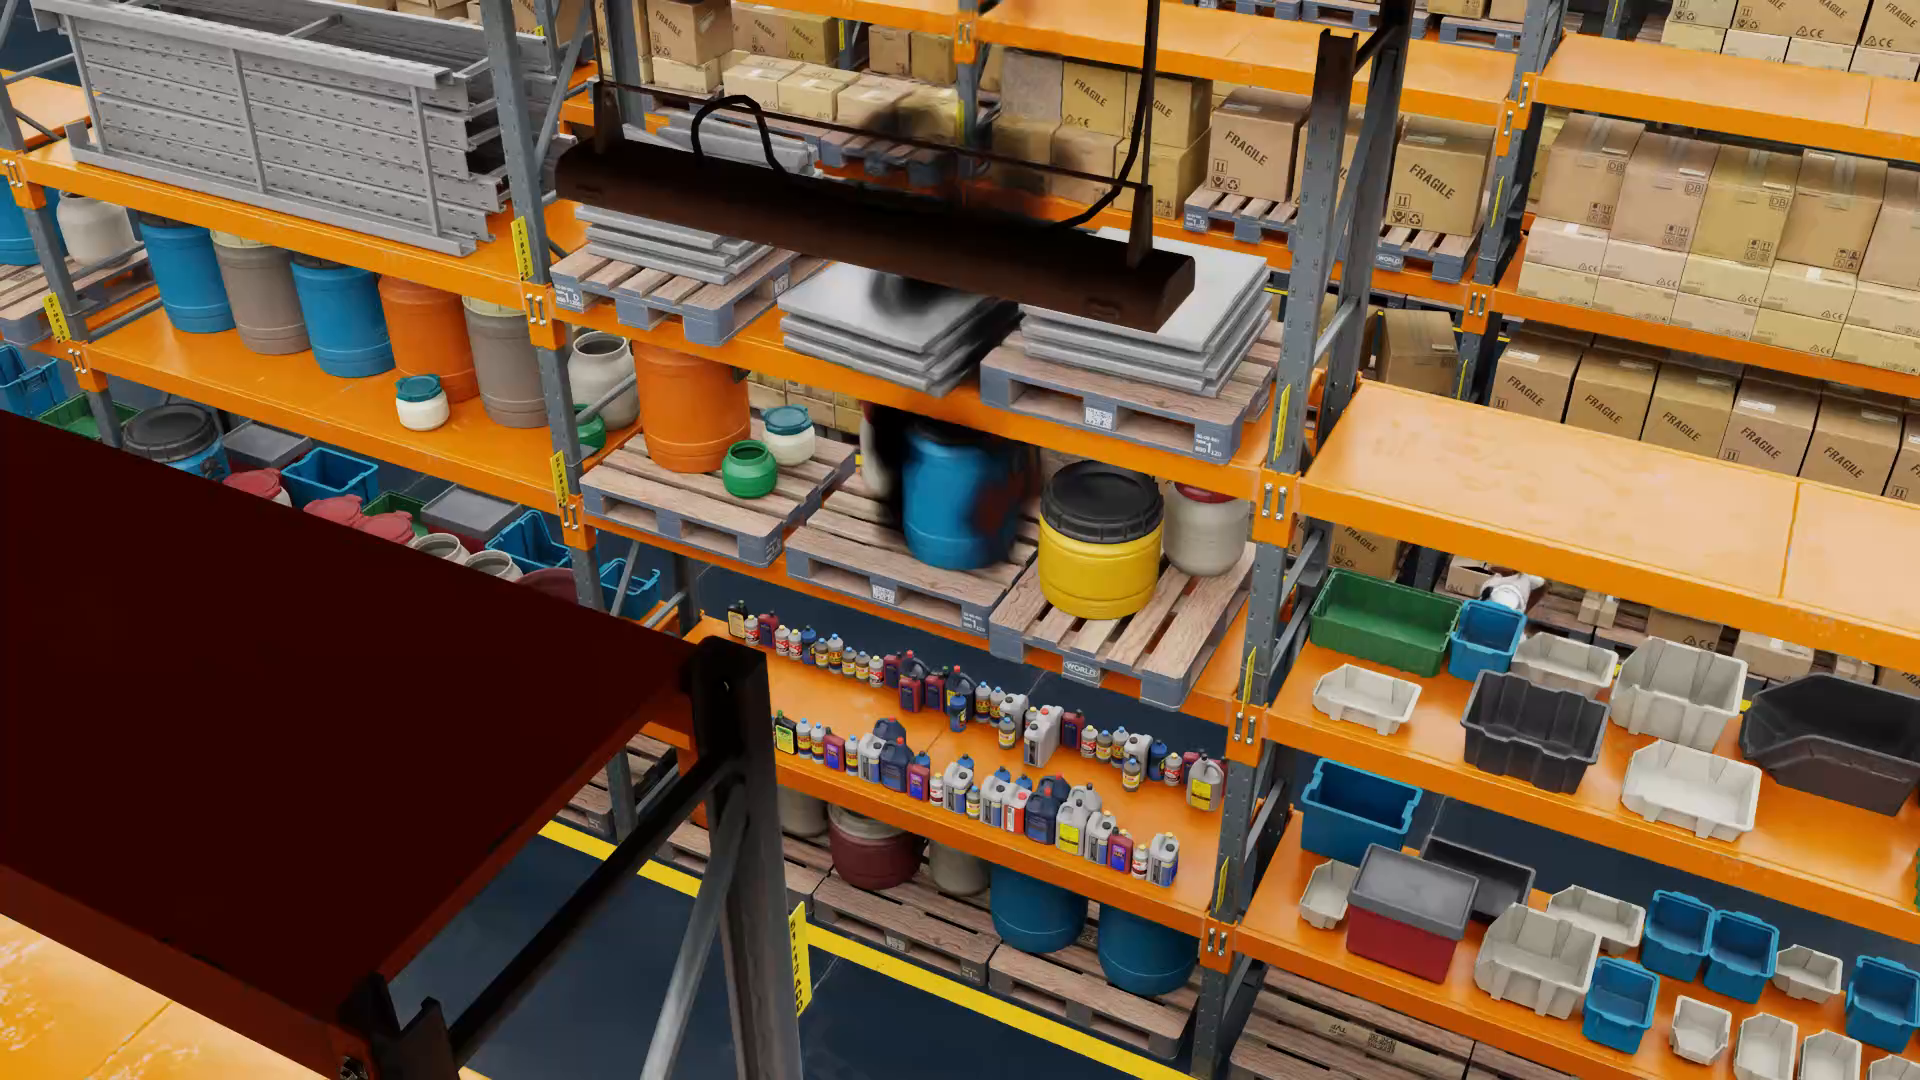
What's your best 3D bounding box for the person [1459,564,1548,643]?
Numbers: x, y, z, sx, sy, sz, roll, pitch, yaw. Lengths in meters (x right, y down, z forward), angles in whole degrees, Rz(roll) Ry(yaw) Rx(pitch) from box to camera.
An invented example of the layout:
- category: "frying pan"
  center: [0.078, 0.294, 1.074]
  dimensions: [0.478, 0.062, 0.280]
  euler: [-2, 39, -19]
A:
- category: "person"
  center: [3.559, 0.718, 11.030]
  dimensions: [0.825, 1.761, 0.537]
  euler: [8, 36, 11]
